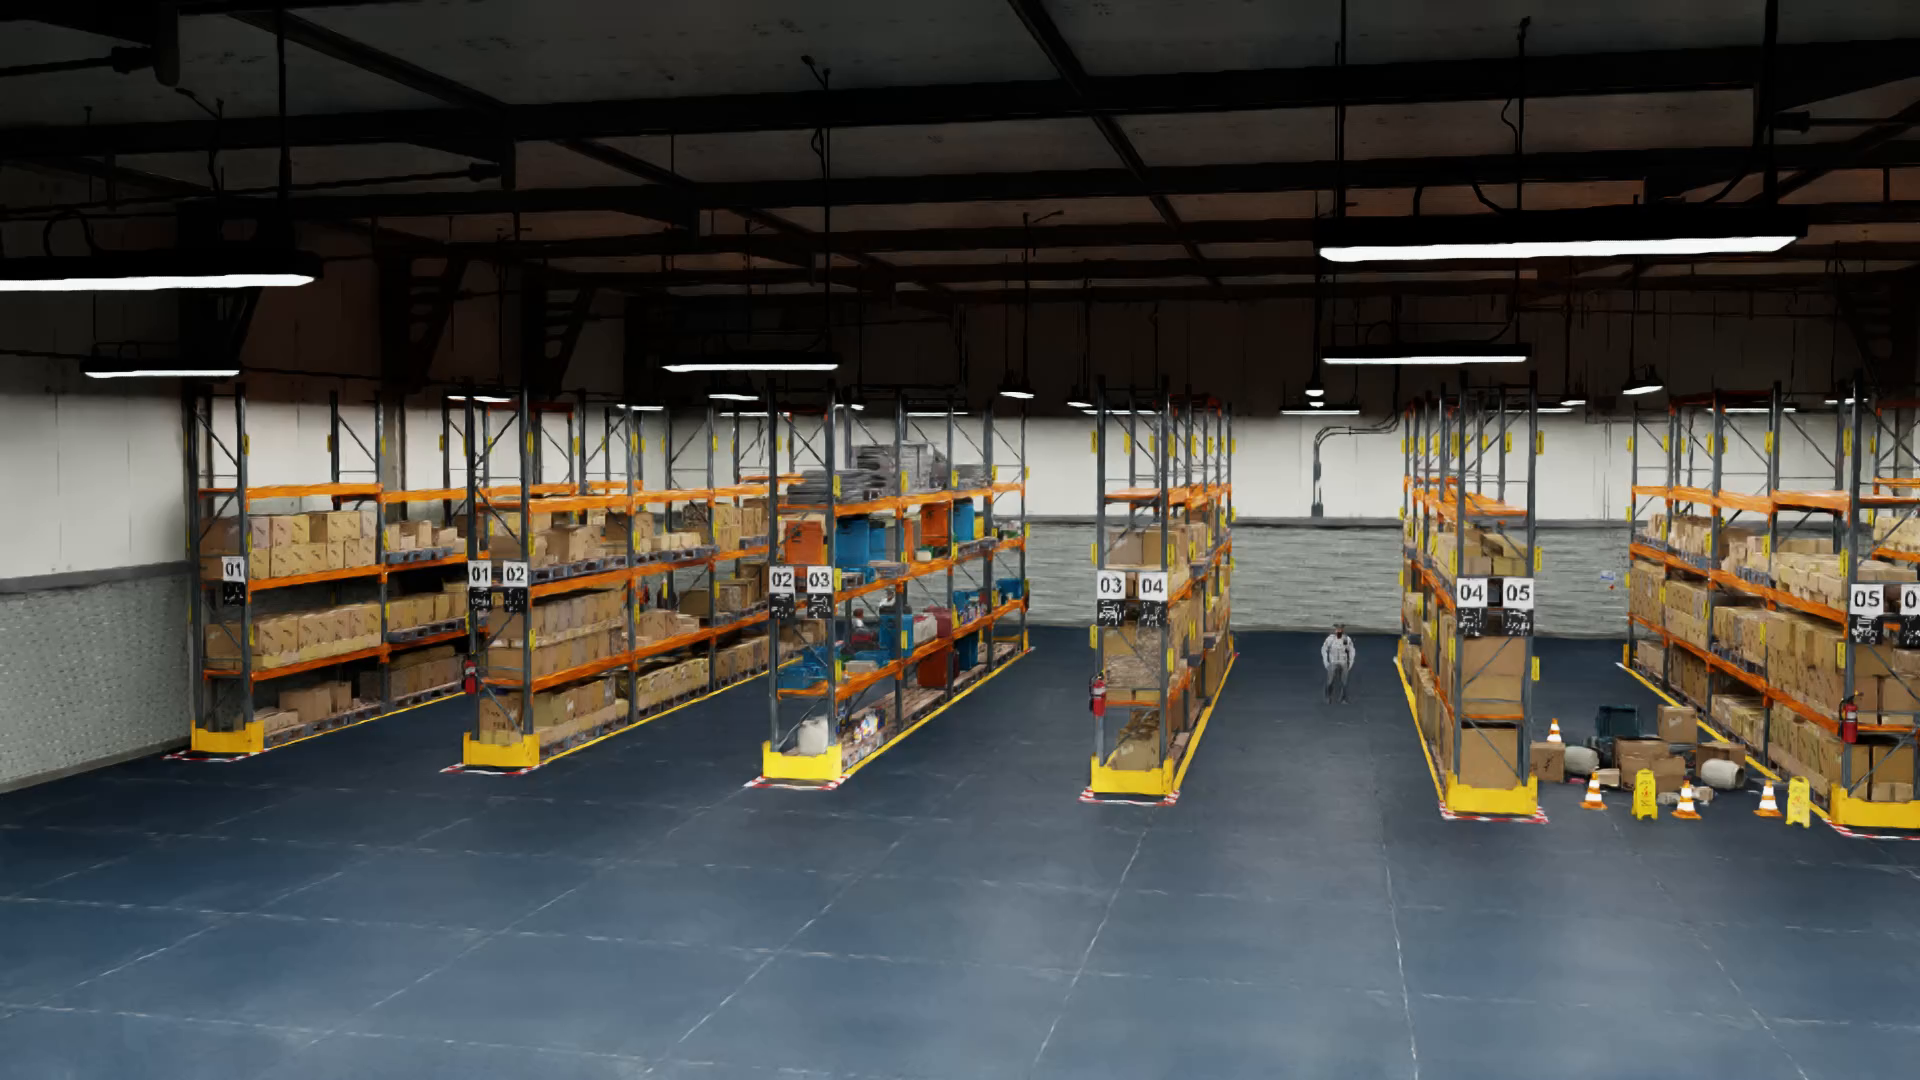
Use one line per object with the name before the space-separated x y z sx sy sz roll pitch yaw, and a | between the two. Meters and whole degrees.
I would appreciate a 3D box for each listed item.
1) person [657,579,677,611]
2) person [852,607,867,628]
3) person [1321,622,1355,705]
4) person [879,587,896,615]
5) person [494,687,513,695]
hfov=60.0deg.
person | -7.177 1.801 40.630 0.600 1.700 1.111 1 3 11
person | -2.098 2.207 34.815 0.406 1.587 0.468 -1 3 -18
person | 7.278 2.368 31.970 0.560 1.628 0.512 1 3 11
person | -1.629 1.924 38.898 0.542 1.675 1.126 1 3 14
person | -8.030 2.524 29.540 0.625 1.596 0.517 1 3 10
